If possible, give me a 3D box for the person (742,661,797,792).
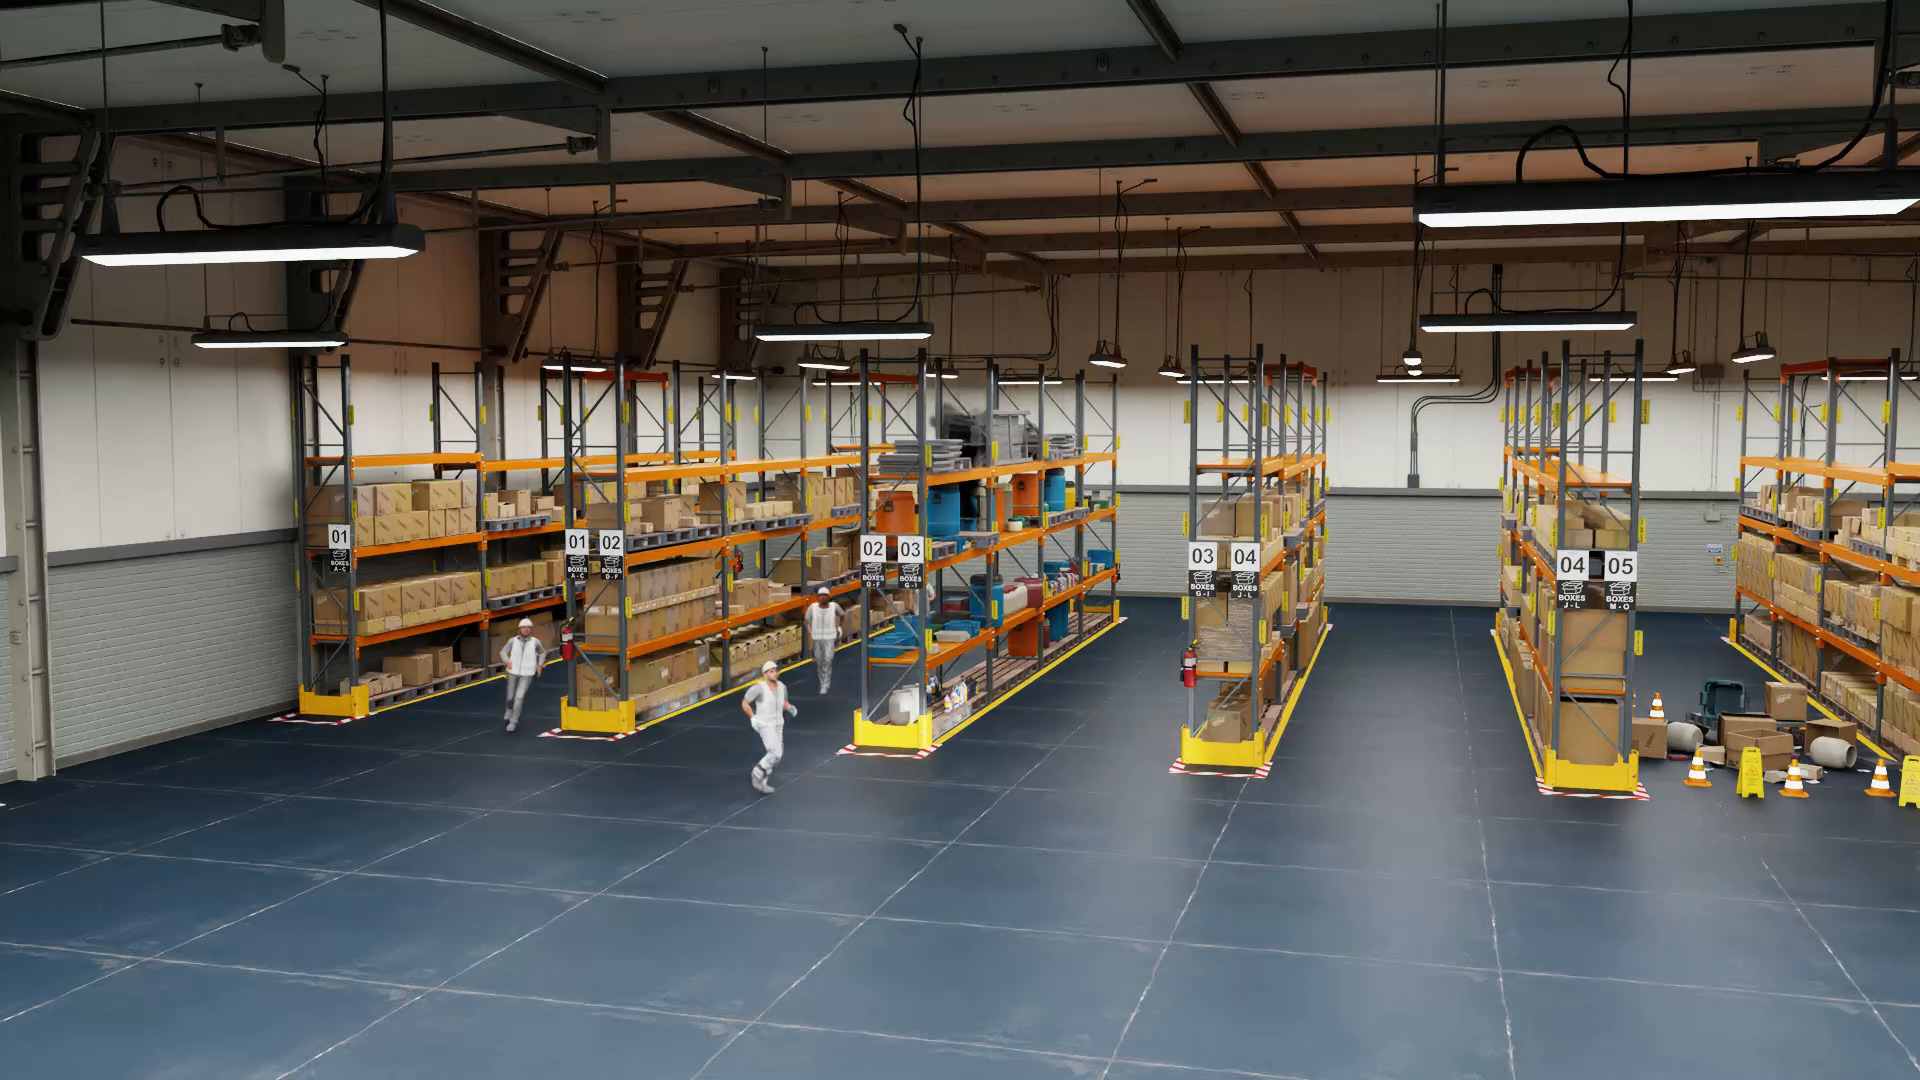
[{"bbox_3d":[-2.460,2.472,21.972,0.601,1.748,0.625,4,6,40],"label":"person"}]

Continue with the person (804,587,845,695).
[{"bbox_3d":[-2.317,1.700,28.221,0.679,1.801,0.920,0,4,3],"label":"person"}]

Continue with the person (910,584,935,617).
[{"bbox_3d":[-0.814,1.503,35.578,0.574,1.630,0.929,0,4,6],"label":"person"}]

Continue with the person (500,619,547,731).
[{"bbox_3d":[-7.004,2.130,26.625,0.718,1.735,0.936,-1,4,-7],"label":"person"}]
